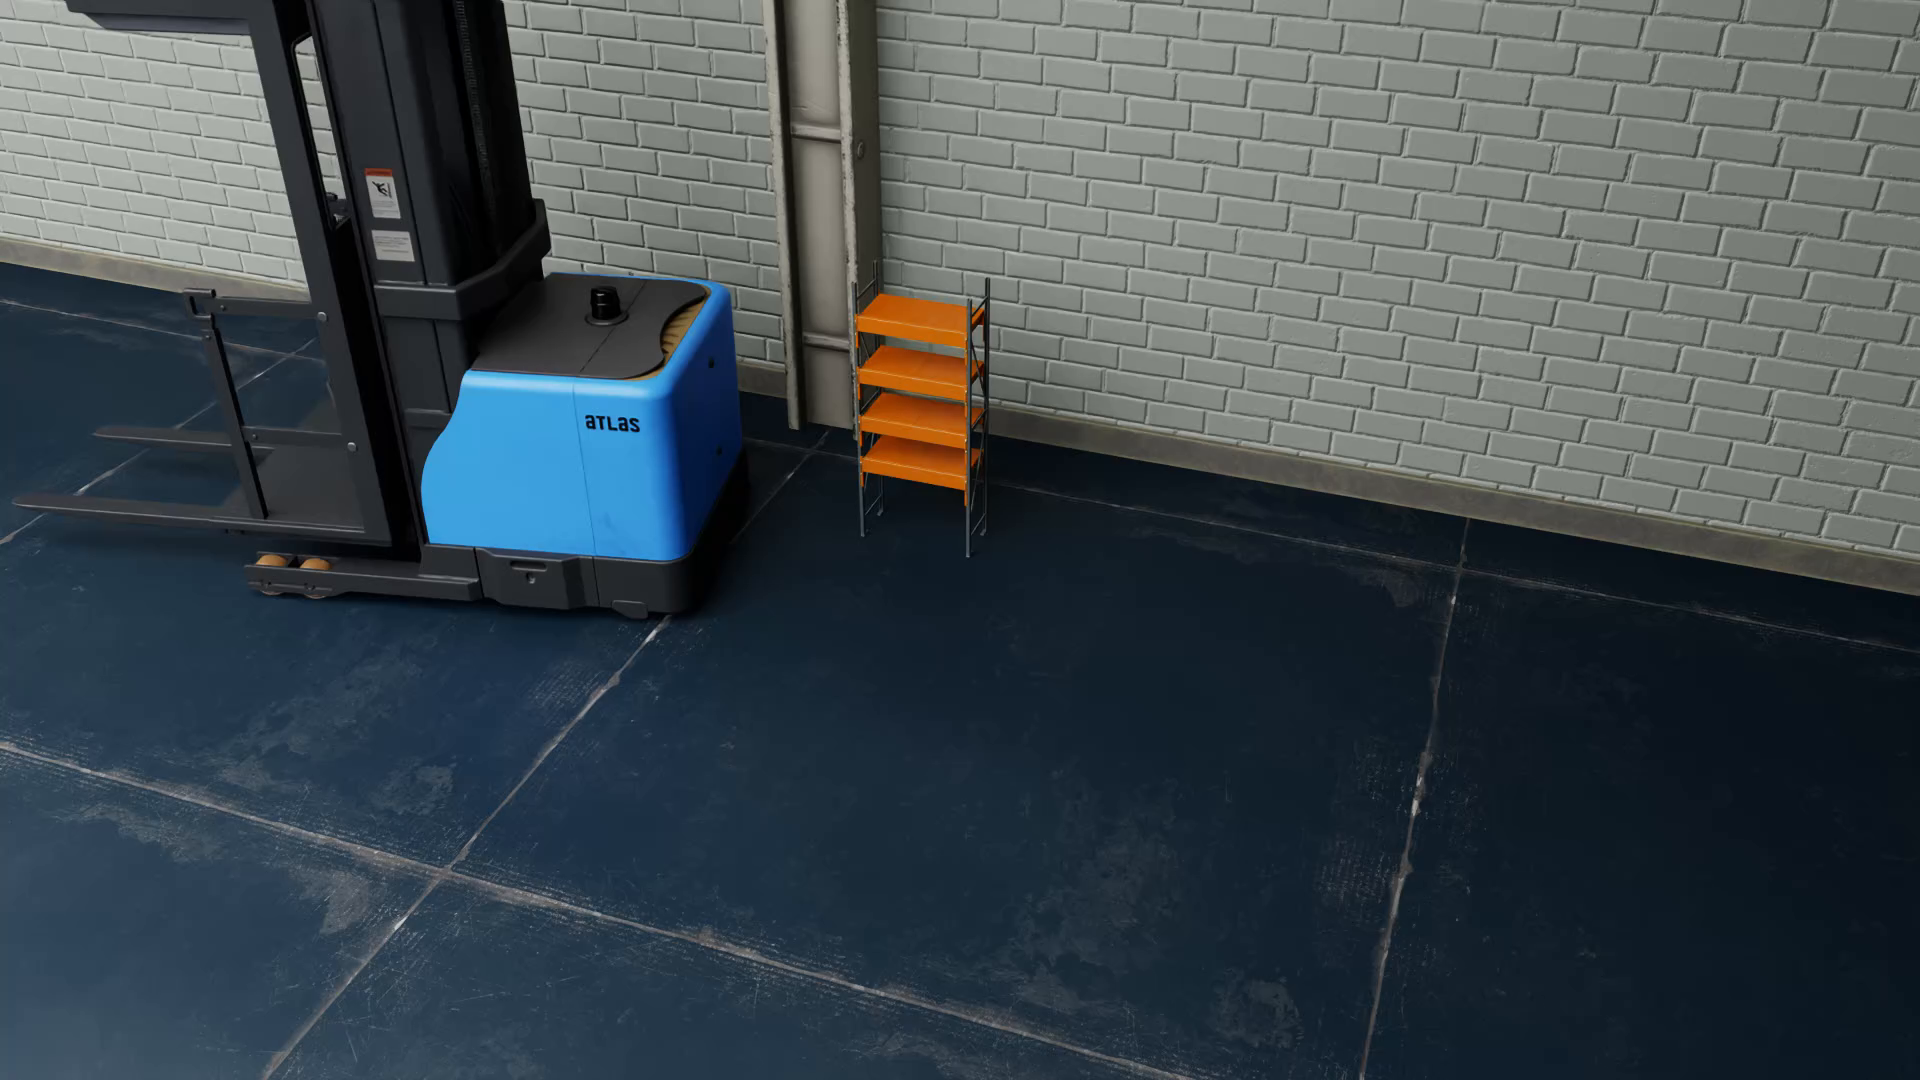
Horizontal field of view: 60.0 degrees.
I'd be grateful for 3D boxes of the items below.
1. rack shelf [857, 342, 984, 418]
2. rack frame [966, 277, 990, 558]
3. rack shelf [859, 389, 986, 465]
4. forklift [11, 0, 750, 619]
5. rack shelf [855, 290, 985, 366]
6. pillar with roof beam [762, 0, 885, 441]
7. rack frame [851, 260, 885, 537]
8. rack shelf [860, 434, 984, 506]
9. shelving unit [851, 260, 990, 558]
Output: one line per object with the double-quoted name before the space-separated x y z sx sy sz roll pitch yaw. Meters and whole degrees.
"rack shelf" -0.156 -0.666 6.887 0.480 0.148 0.258 11 34 16
"rack frame" 0.074 -0.490 6.902 0.015 1.200 0.240 11 34 16
"rack shelf" -0.156 -0.478 7.008 0.480 0.148 0.258 11 34 16
"forklift" -2.501 -1.266 6.509 3.031 2.935 1.130 4 33 7
"rack shelf" -0.156 -0.864 6.758 0.480 0.148 0.258 11 34 16
"pillar with roof beam" -2.049 -2.171 2.316 0.400 9.000 9.100 11 34 16
"rack frame" -0.386 -0.579 7.041 0.015 1.200 0.240 11 34 16
"rack shelf" -0.156 -0.311 7.116 0.480 0.148 0.258 11 34 16
"shelving unit" -0.156 -0.534 6.971 0.503 1.200 0.258 11 34 16
